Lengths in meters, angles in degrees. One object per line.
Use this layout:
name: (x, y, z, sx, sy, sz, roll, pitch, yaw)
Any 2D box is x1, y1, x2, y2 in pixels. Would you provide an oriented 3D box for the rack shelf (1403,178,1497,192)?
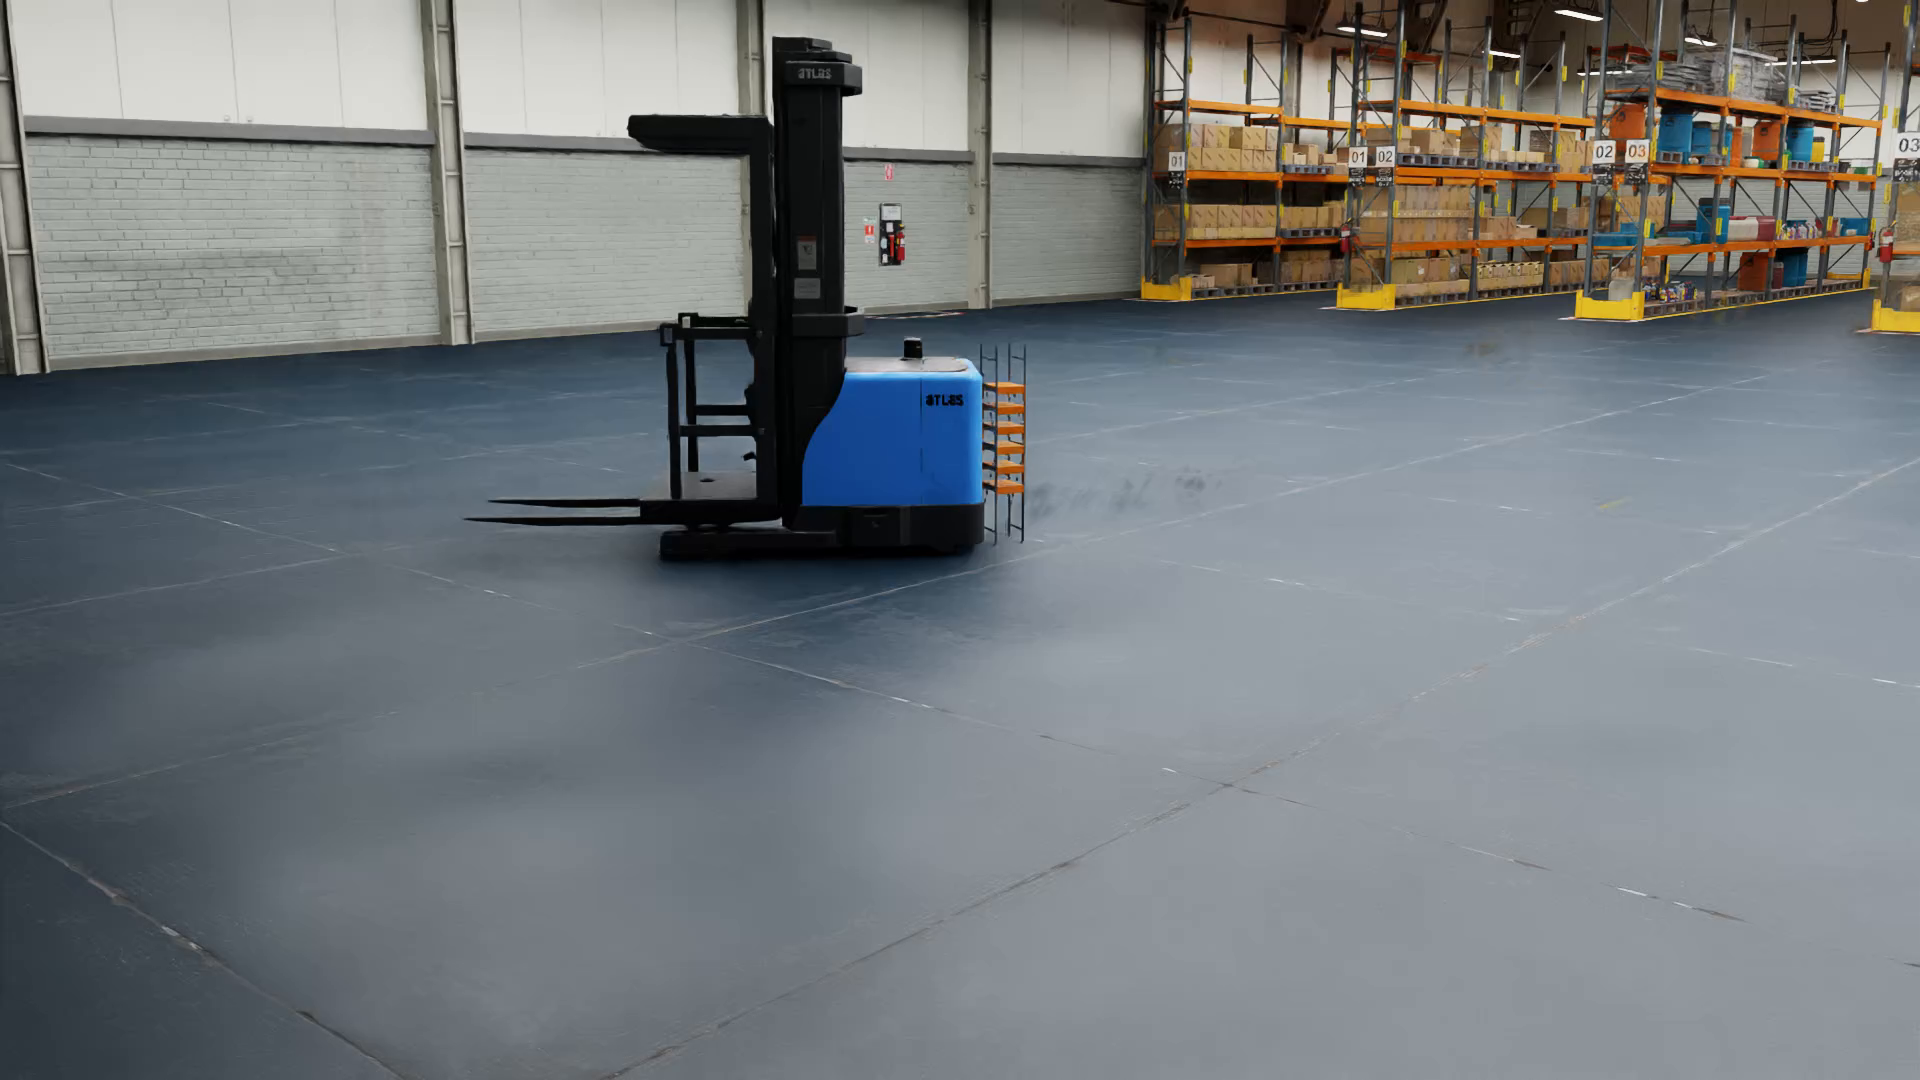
rack shelf: (13.790, -10.020, 46.900, 1.077, 0.370, 4.000, 10, 15, 40)

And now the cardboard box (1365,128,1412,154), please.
cardboard box: (8.654, -8.083, 33.668, 0.637, 0.503, 0.797, -11, 16, -44)

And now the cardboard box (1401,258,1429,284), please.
cardboard box: (9.442, -5.627, 34.758, 0.500, 0.500, 0.500, 10, 15, 40)

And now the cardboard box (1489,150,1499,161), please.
cardboard box: (11.687, -8.565, 37.087, 0.500, 0.250, 0.500, 8, 14, 35)

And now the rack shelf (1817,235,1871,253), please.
rack shelf: (21.232, -7.268, 40.780, 1.077, 0.370, 4.000, 10, 15, 40)

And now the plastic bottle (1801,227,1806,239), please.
plastic bottle: (19.231, -7.019, 38.009, 0.152, 0.276, 0.135, 10, 15, 40)

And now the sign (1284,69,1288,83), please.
sign: (7.584, -10.797, 38.705, 0.100, 0.325, 0.005, 10, 15, 40)

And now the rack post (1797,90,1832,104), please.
rack post: (19.332, -10.112, 38.056, 0.937, 0.300, 0.954, 9, 15, 39)

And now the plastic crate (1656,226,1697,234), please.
plastic crate: (14.189, -6.059, 33.046, 0.767, 0.338, 0.504, 10, 15, 40)

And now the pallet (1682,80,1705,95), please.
pallet: (13.302, -8.498, 31.286, 1.003, 0.211, 1.213, 10, 15, 40)

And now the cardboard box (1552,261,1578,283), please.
cardboard box: (14.744, -6.550, 40.607, 0.500, 0.500, 0.500, 10, 15, 40)

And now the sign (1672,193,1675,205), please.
sign: (19.237, -9.204, 44.874, 0.100, 0.325, 0.005, 10, 15, 40)

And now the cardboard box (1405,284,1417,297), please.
cardboard box: (9.120, -5.184, 34.456, 0.500, 0.250, 0.500, 10, 15, 40)

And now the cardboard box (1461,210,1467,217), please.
cardboard box: (10.729, -7.054, 35.960, 0.380, 0.149, 0.250, 9, 15, 39)

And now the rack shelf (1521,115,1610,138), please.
rack shelf: (14.873, -10.067, 40.495, 1.077, 0.370, 4.000, 10, 15, 40)

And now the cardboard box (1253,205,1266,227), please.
cardboard box: (6.784, -7.551, 38.776, 0.500, 0.500, 0.500, 10, 15, 40)

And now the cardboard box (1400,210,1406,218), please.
cardboard box: (8.865, -6.639, 33.879, 0.380, 0.149, 0.250, 9, 15, 39)

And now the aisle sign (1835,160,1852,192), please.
aisle sign: (22.376, -9.239, 42.174, 0.394, 0.787, 0.004, 10, 15, 40)

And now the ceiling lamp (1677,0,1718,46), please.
ceiling lamp: (17.670, -13.300, 38.920, 0.800, 3.185, 2.000, 10, 15, 40)

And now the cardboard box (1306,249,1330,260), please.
cardboard box: (8.970, -7.189, 41.888, 0.500, 0.250, 0.500, 10, 15, 41)

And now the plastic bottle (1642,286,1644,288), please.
plastic bottle: (13.521, -4.922, 33.007, 0.061, 0.283, 0.133, 11, 15, 43)

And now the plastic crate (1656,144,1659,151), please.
plastic crate: (13.023, -7.344, 31.705, 0.392, 0.384, 0.575, 10, 15, 40)

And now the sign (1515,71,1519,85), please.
sign: (13.139, -10.887, 39.157, 0.100, 0.325, 0.005, 10, 15, 40)

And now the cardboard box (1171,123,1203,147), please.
cardboard box: (4.985, -8.888, 36.533, 0.500, 0.500, 0.500, 8, 14, 36)

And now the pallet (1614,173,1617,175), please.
pallet: (15.710, -9.260, 41.735, 1.213, 0.211, 1.003, 10, 15, 40)

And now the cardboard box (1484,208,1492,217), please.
cardboard box: (14.781, -9.267, 48.185, 0.980, 0.700, 0.700, 11, 16, 43)

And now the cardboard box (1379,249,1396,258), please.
cardboard box: (10.996, -7.390, 43.971, 0.750, 0.750, 0.750, 10, 15, 40)

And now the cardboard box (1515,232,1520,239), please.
cardboard box: (12.753, -7.061, 38.548, 0.250, 0.149, 0.380, -11, 16, -43)

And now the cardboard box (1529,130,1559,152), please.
cardboard box: (13.845, -9.453, 39.415, 0.500, 0.500, 0.500, 10, 15, 40)

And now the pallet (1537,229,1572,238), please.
pallet: (13.947, -7.394, 40.063, 1.213, 0.211, 1.003, 10, 15, 40)

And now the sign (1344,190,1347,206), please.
sign: (7.873, -6.959, 33.831, 0.100, 0.325, 0.005, 10, 15, 40)

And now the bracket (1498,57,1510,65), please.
bracket: (16.235, -14.305, 49.669, 0.235, 0.232, 0.430, 10, 15, 40)

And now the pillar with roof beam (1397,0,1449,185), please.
pillar with roof beam: (15.516, -11.208, 43.351, 9.100, 9.000, 0.548, 10, 15, 40)

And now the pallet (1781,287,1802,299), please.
pallet: (18.566, -5.671, 38.066, 1.003, 0.211, 1.213, 10, 15, 40)

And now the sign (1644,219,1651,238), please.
sign: (12.400, -5.625, 30.011, 0.100, 0.325, 0.005, 10, 15, 40)

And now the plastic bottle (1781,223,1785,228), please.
plastic bottle: (19.409, -7.287, 39.162, 0.144, 0.351, 0.185, 10, 15, 40)

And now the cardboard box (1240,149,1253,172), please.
cardboard box: (6.360, -8.695, 38.122, 0.500, 0.500, 0.500, 9, 14, 38)

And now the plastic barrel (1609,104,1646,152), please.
plastic barrel: (12.215, -7.537, 30.460, 0.600, 0.830, 0.708, 10, 15, 40)

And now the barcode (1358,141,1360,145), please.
barcode: (8.109, -8.065, 33.790, 0.001, 0.075, 0.075, 10, 15, 40)

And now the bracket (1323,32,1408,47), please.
bracket: (10.563, -13.041, 43.339, 0.076, 0.066, 4.783, 10, 15, 40)

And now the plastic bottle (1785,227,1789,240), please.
plastic bottle: (18.380, -6.819, 36.991, 0.061, 0.283, 0.133, 10, 15, 40)

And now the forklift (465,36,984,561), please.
forklift: (-1.395, -1.423, 9.855, 3.031, 2.935, 1.130, -1, 11, -3)

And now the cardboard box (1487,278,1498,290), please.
cardboard box: (11.703, -5.751, 37.293, 0.500, 0.250, 0.500, 10, 15, 42)

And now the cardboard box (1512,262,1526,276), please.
cardboard box: (12.718, -6.252, 38.370, 0.500, 0.311, 0.500, 10, 15, 40)

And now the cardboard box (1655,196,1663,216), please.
cardboard box: (18.413, -8.920, 44.406, 0.500, 0.500, 0.500, 10, 15, 42)

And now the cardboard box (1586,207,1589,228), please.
cardboard box: (15.306, -8.073, 41.643, 0.500, 0.500, 0.700, -9, 15, -39)

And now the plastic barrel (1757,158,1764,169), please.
plastic barrel: (17.146, -8.090, 35.797, 0.294, 0.245, 0.294, 0, 11, 0)

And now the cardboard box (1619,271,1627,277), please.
cardboard box: (17.196, -6.957, 43.493, 0.380, 0.166, 0.250, 10, 15, 40)

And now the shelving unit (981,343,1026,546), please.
shelving unit: (0.258, -0.580, 10.051, 0.189, 1.200, 0.258, -5, 12, -22)

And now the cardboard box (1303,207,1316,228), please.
cardboard box: (8.336, -7.948, 40.969, 0.500, 0.500, 0.700, -10, 15, -40)

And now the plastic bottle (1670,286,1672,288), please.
plastic bottle: (13.891, -4.816, 32.478, 0.061, 0.283, 0.133, 10, 15, 40)

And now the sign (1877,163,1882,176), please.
sign: (22.976, -9.266, 41.555, 0.100, 0.325, 0.005, 10, 15, 40)

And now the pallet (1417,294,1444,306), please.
pallet: (9.551, -5.132, 35.364, 1.003, 0.211, 1.213, 10, 15, 40)

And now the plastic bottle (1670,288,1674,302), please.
plastic bottle: (13.713, -4.731, 32.081, 0.097, 0.271, 0.097, 0, 11, 0)

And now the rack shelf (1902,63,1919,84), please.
rack shelf: (17.031, -7.803, 28.147, 1.077, 0.370, 4.000, 10, 15, 40)

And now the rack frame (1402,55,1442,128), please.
rack frame: (12.470, -11.550, 45.062, 1.000, 3.000, 0.127, 10, 15, 40)

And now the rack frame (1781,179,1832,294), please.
rack frame: (19.911, -7.327, 39.237, 1.000, 3.000, 0.127, 10, 15, 40)
